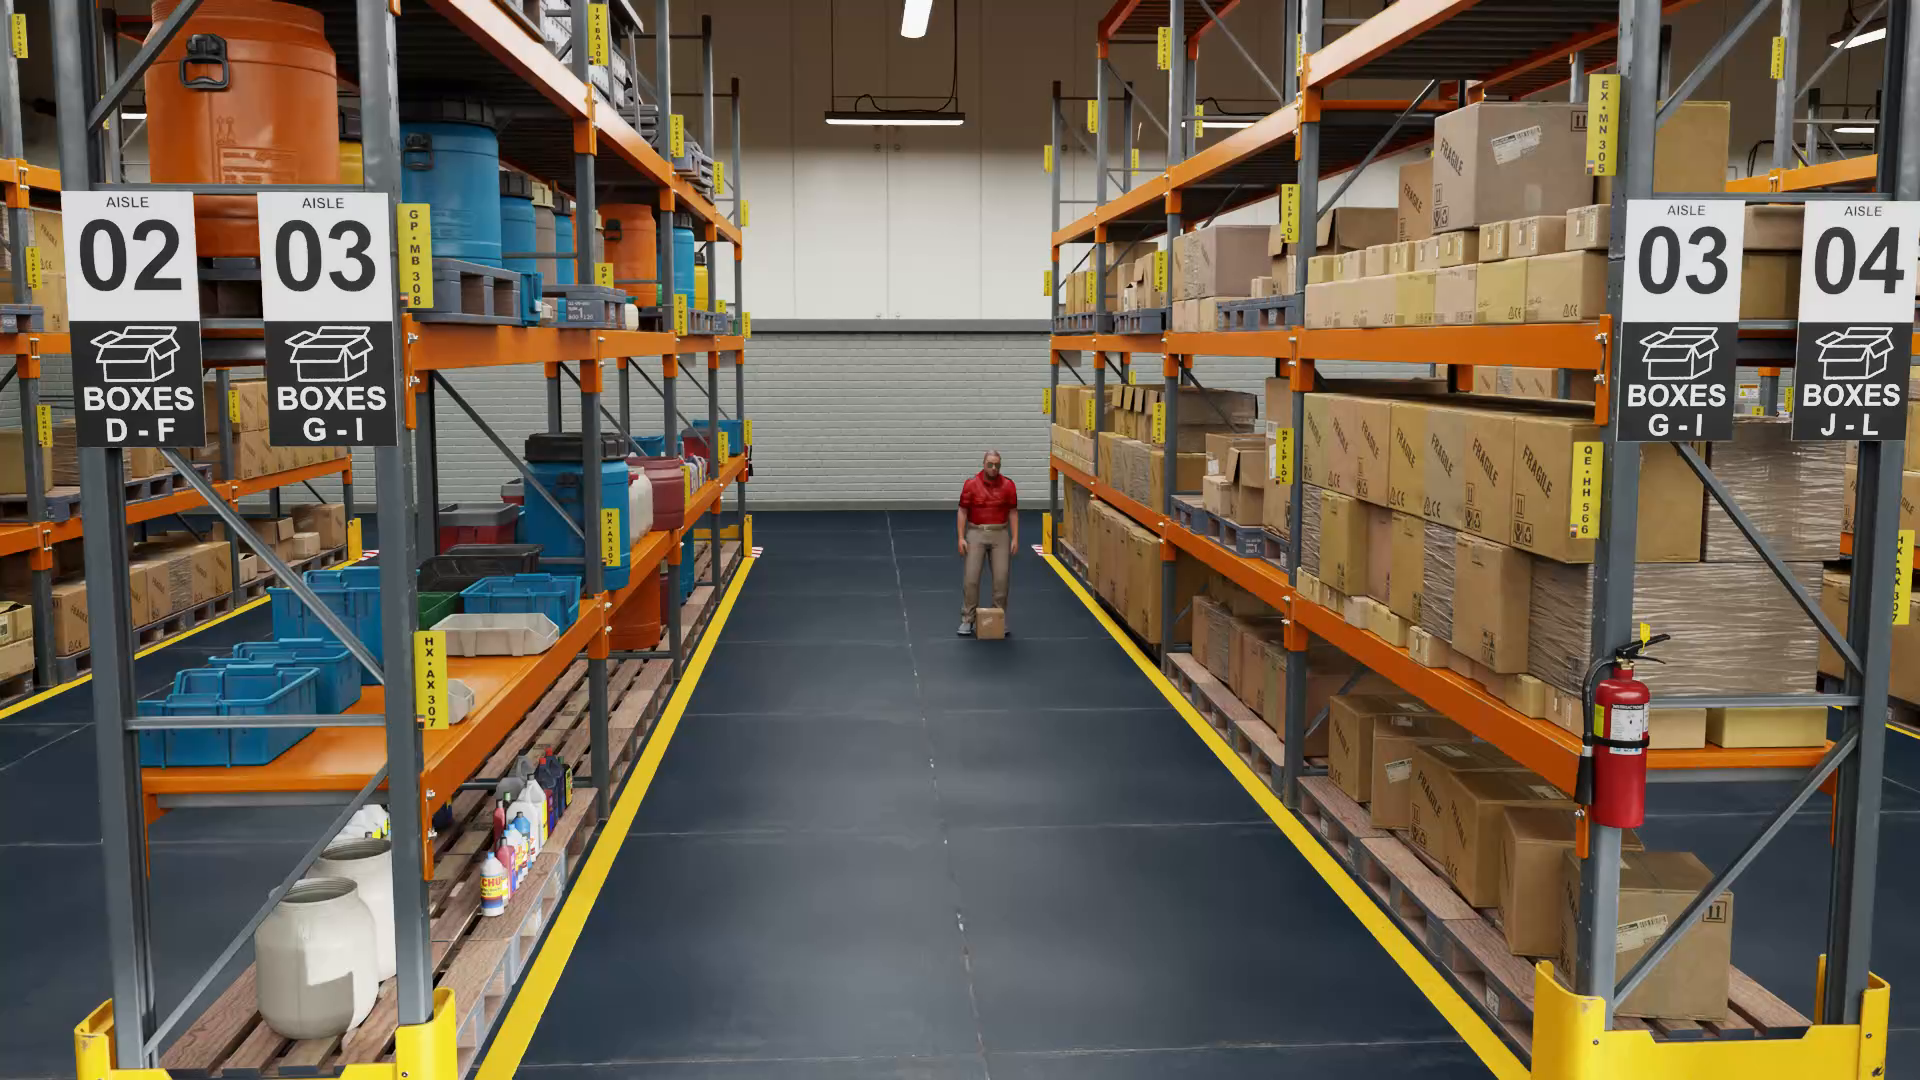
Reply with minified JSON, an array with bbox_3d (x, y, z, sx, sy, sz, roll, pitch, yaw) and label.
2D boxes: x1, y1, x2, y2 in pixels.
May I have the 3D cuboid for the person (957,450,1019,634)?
[{"bbox_3d":[0.262,0.014,15.684,0.602,1.726,0.393,-1,7,-7],"label":"person"}]
